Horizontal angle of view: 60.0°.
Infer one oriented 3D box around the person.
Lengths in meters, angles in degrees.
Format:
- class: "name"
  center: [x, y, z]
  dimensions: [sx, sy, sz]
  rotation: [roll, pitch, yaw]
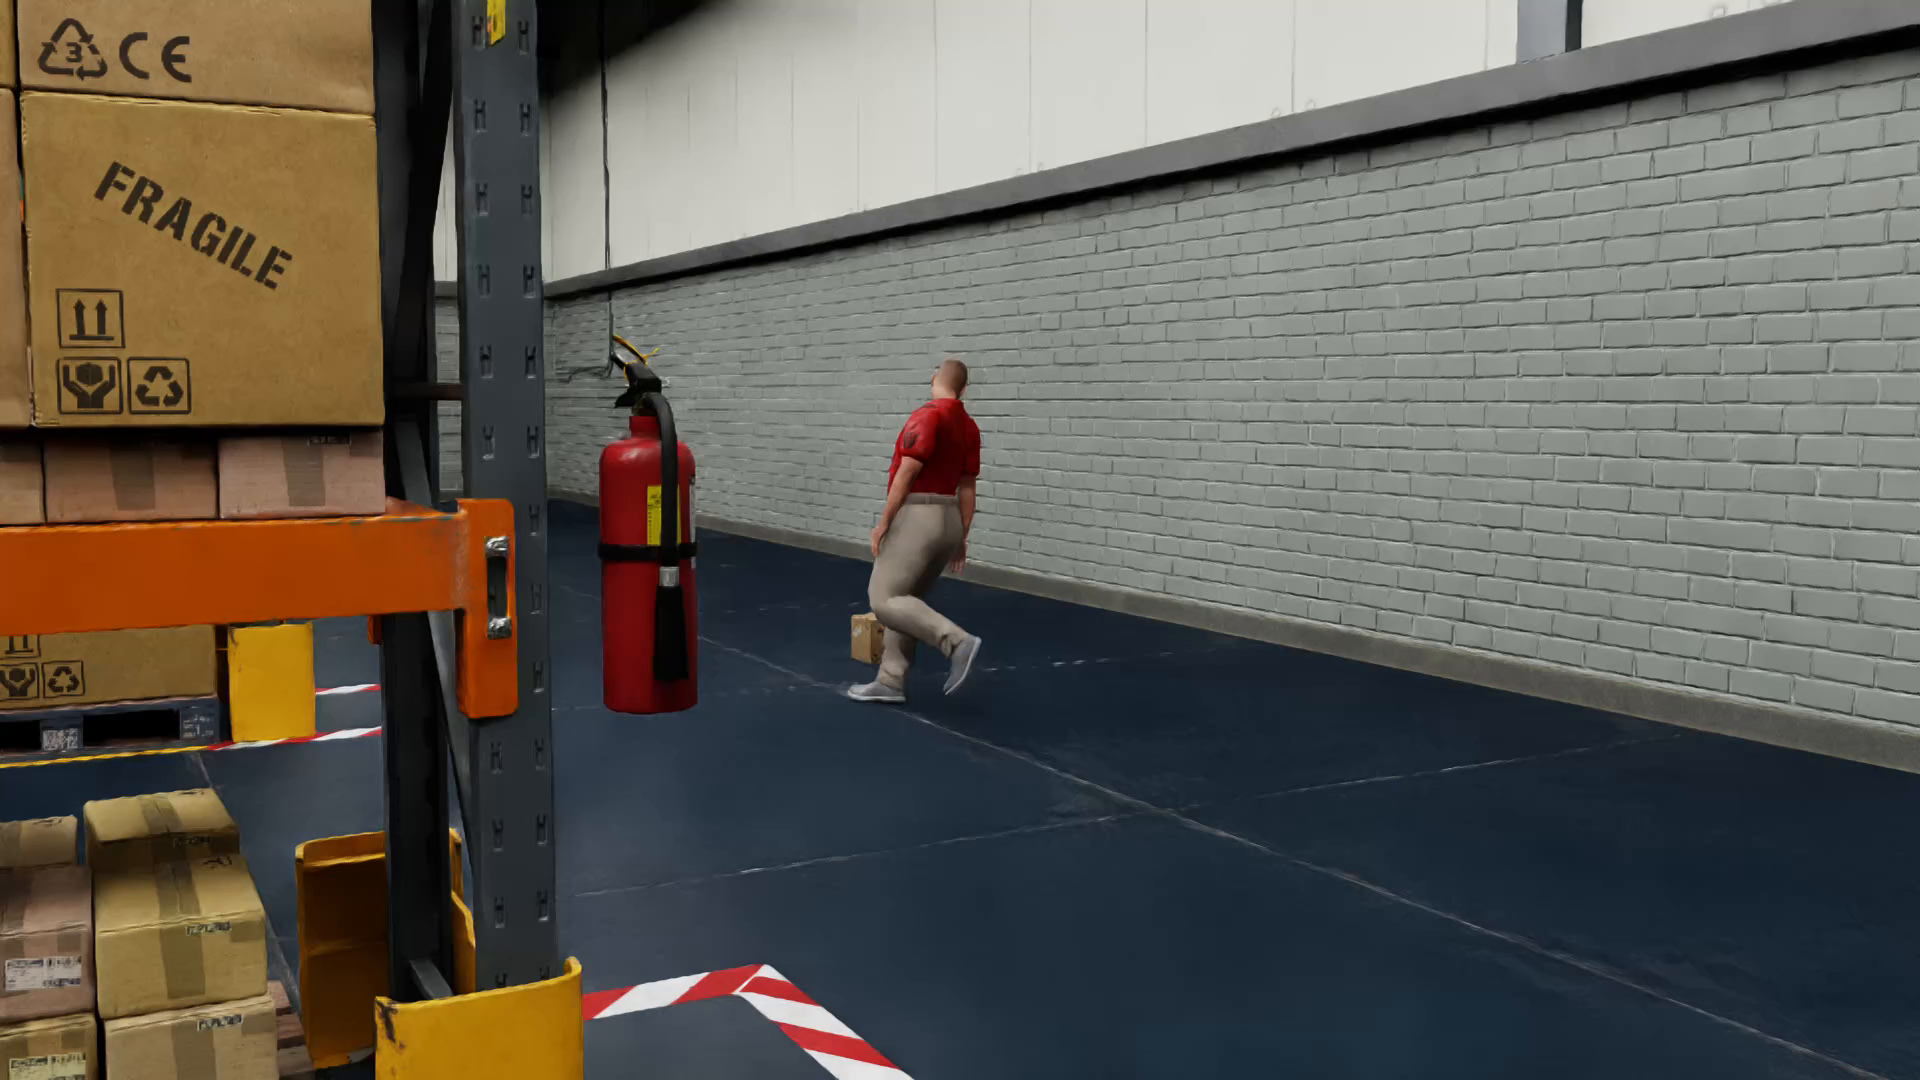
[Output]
- class: "person"
  center: [-0.167, -0.044, 8.090]
  dimensions: [0.771, 1.672, 0.609]
  rotation: [3, 6, 31]
